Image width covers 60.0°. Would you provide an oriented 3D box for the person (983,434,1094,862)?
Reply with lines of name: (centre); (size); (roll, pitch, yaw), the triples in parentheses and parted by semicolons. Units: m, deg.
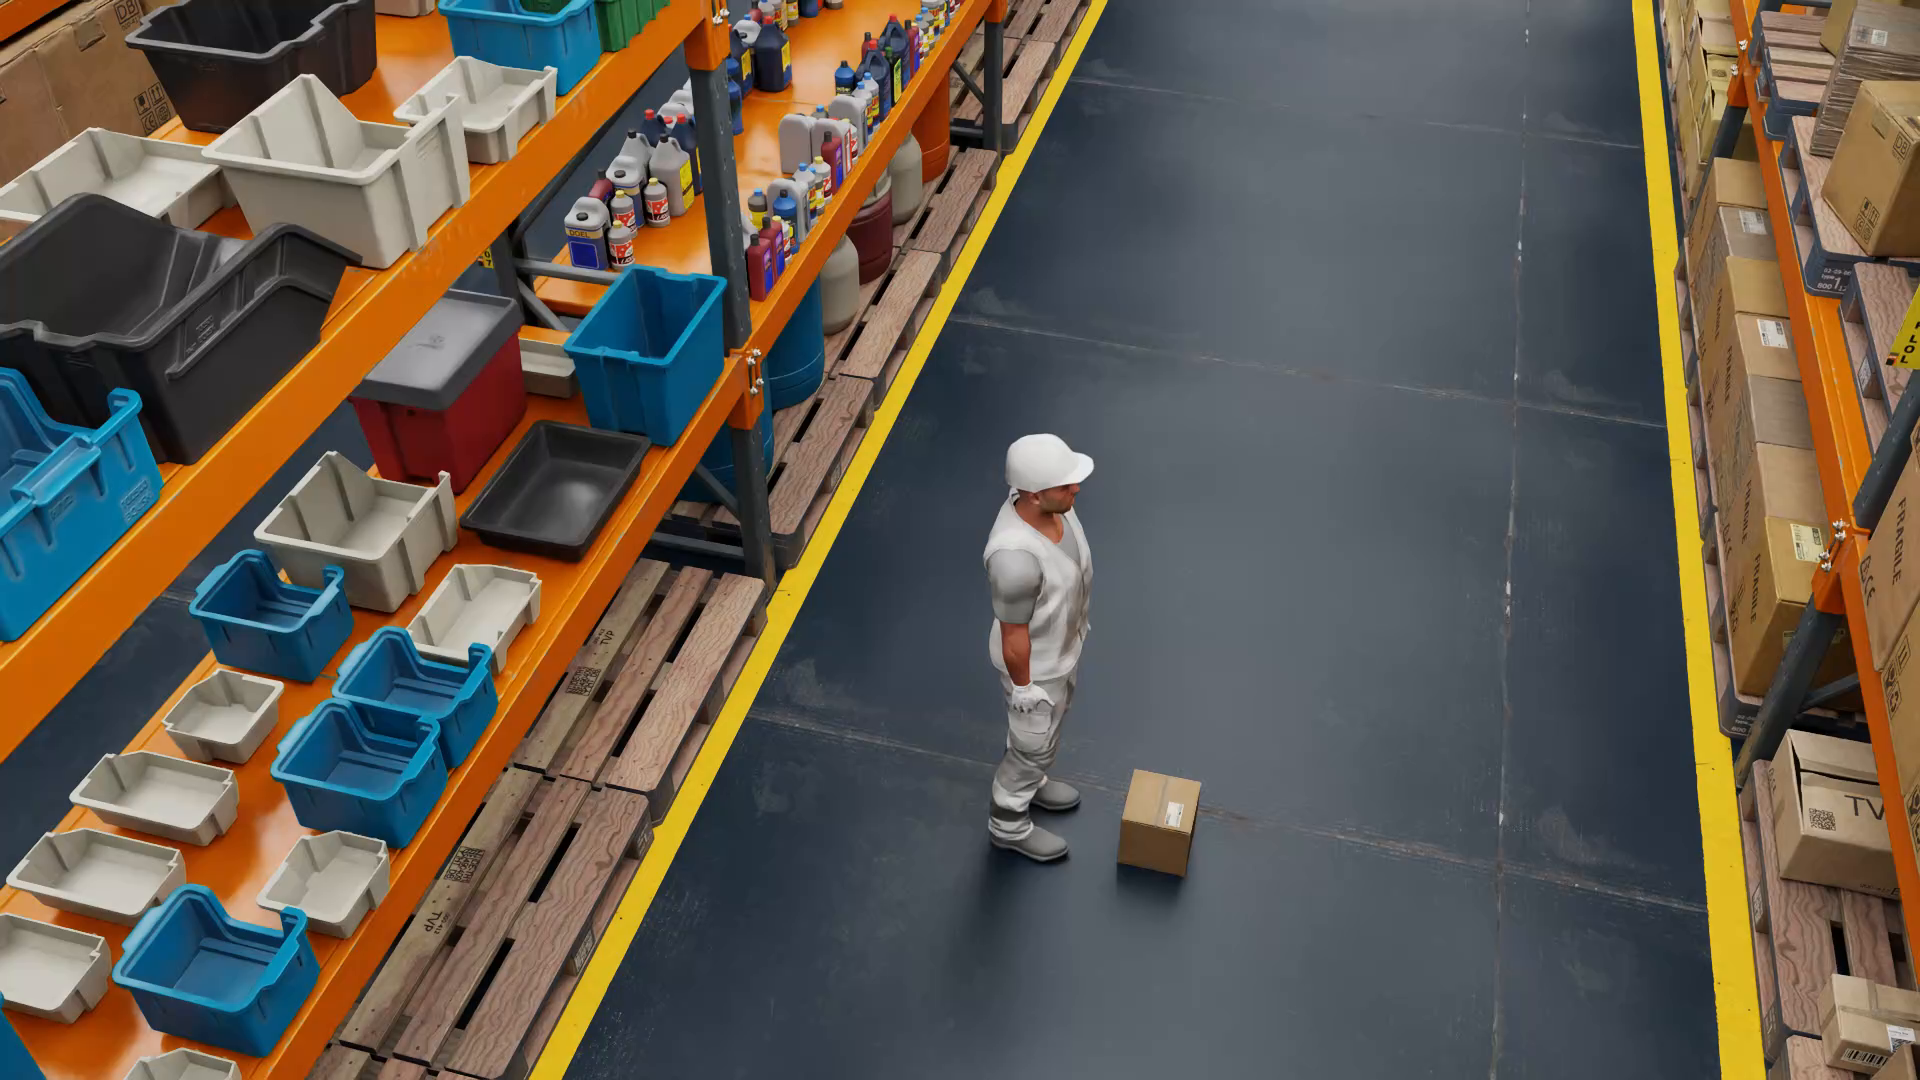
person: (0.276, 0.369, 5.711); (0.348, 1.786, 0.523); (11, 42, 12)
